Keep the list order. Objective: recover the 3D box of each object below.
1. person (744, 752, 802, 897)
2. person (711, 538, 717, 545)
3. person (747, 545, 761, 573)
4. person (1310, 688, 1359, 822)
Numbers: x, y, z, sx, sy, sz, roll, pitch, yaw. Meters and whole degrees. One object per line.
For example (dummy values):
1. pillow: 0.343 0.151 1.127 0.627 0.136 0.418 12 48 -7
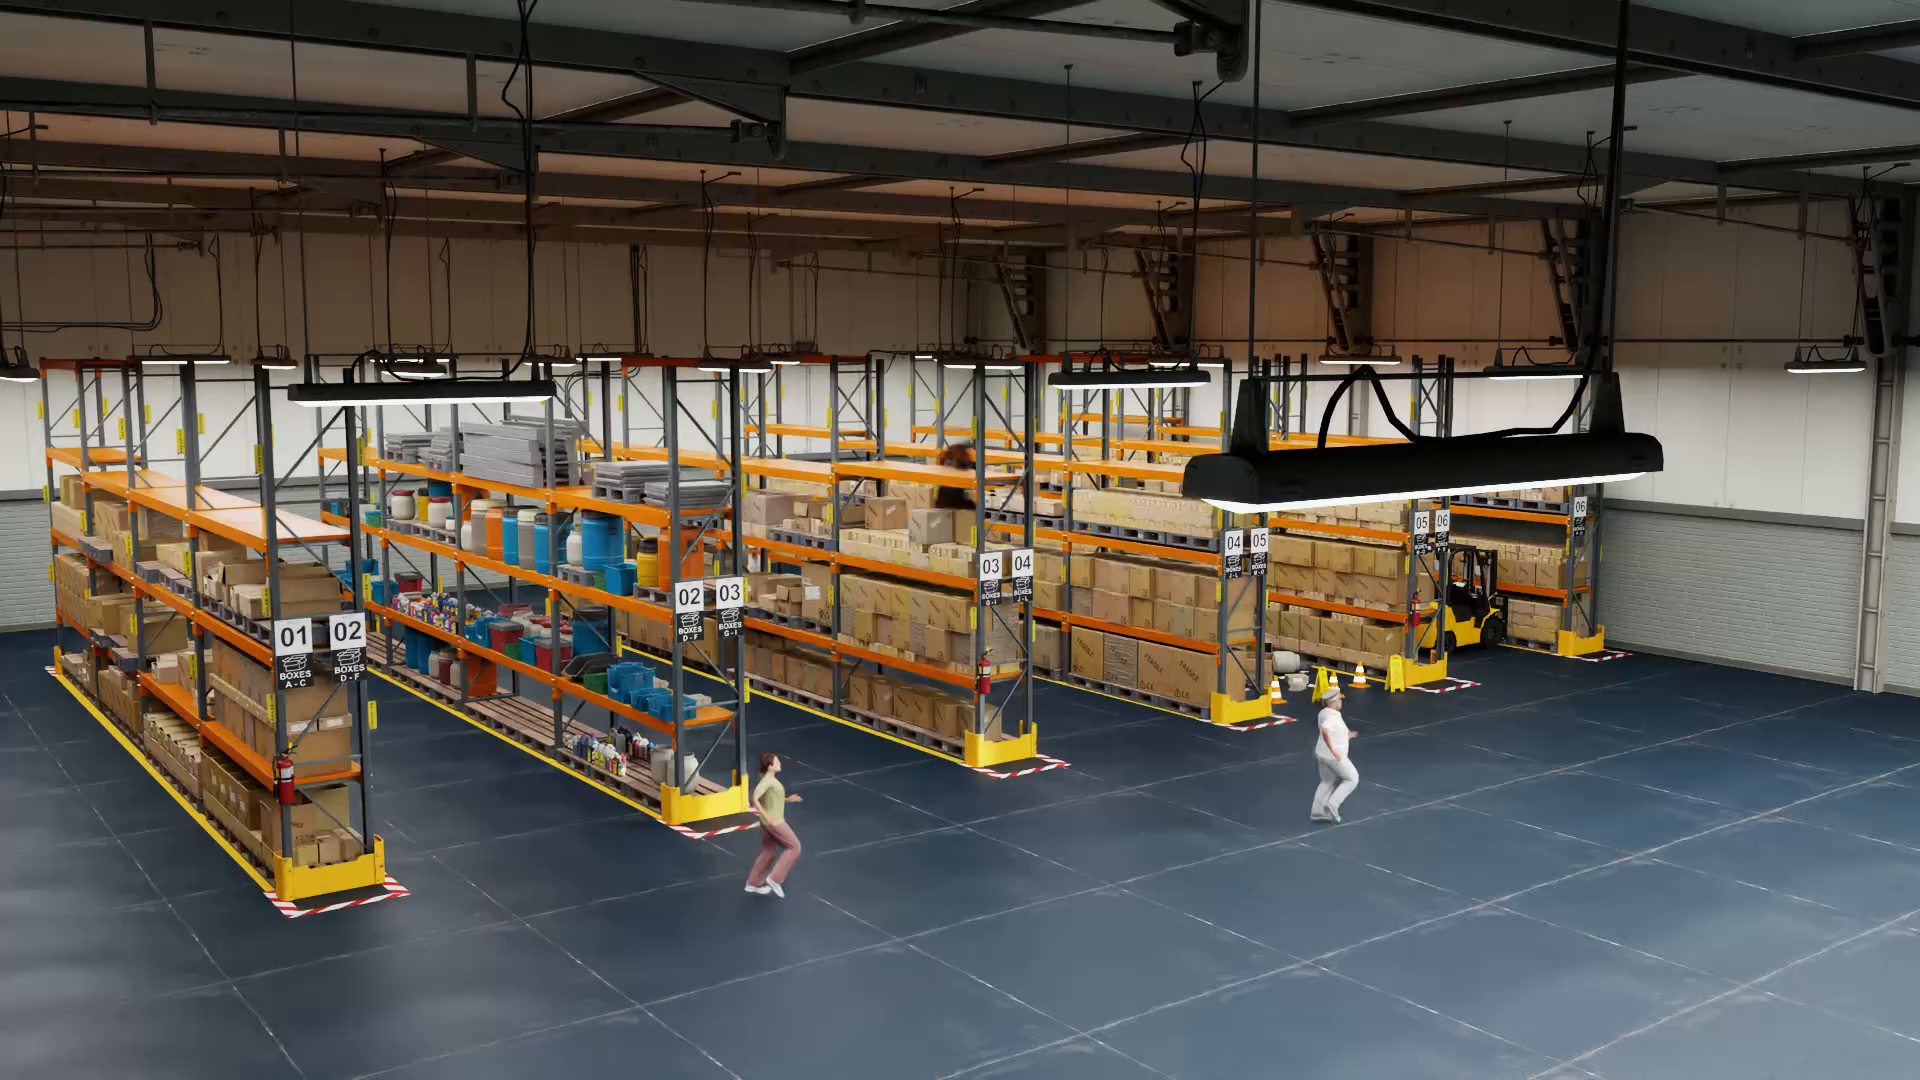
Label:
1. person: -2.128 3.236 18.933 0.667 1.669 0.552 -2 7 -14
2. person: -6.075 0.631 41.202 0.674 1.571 0.680 6 9 42
3. person: -4.674 0.956 37.531 0.581 1.839 0.900 -5 9 -38
4. person: 4.945 2.831 21.905 0.655 1.769 0.651 -2 7 -15
